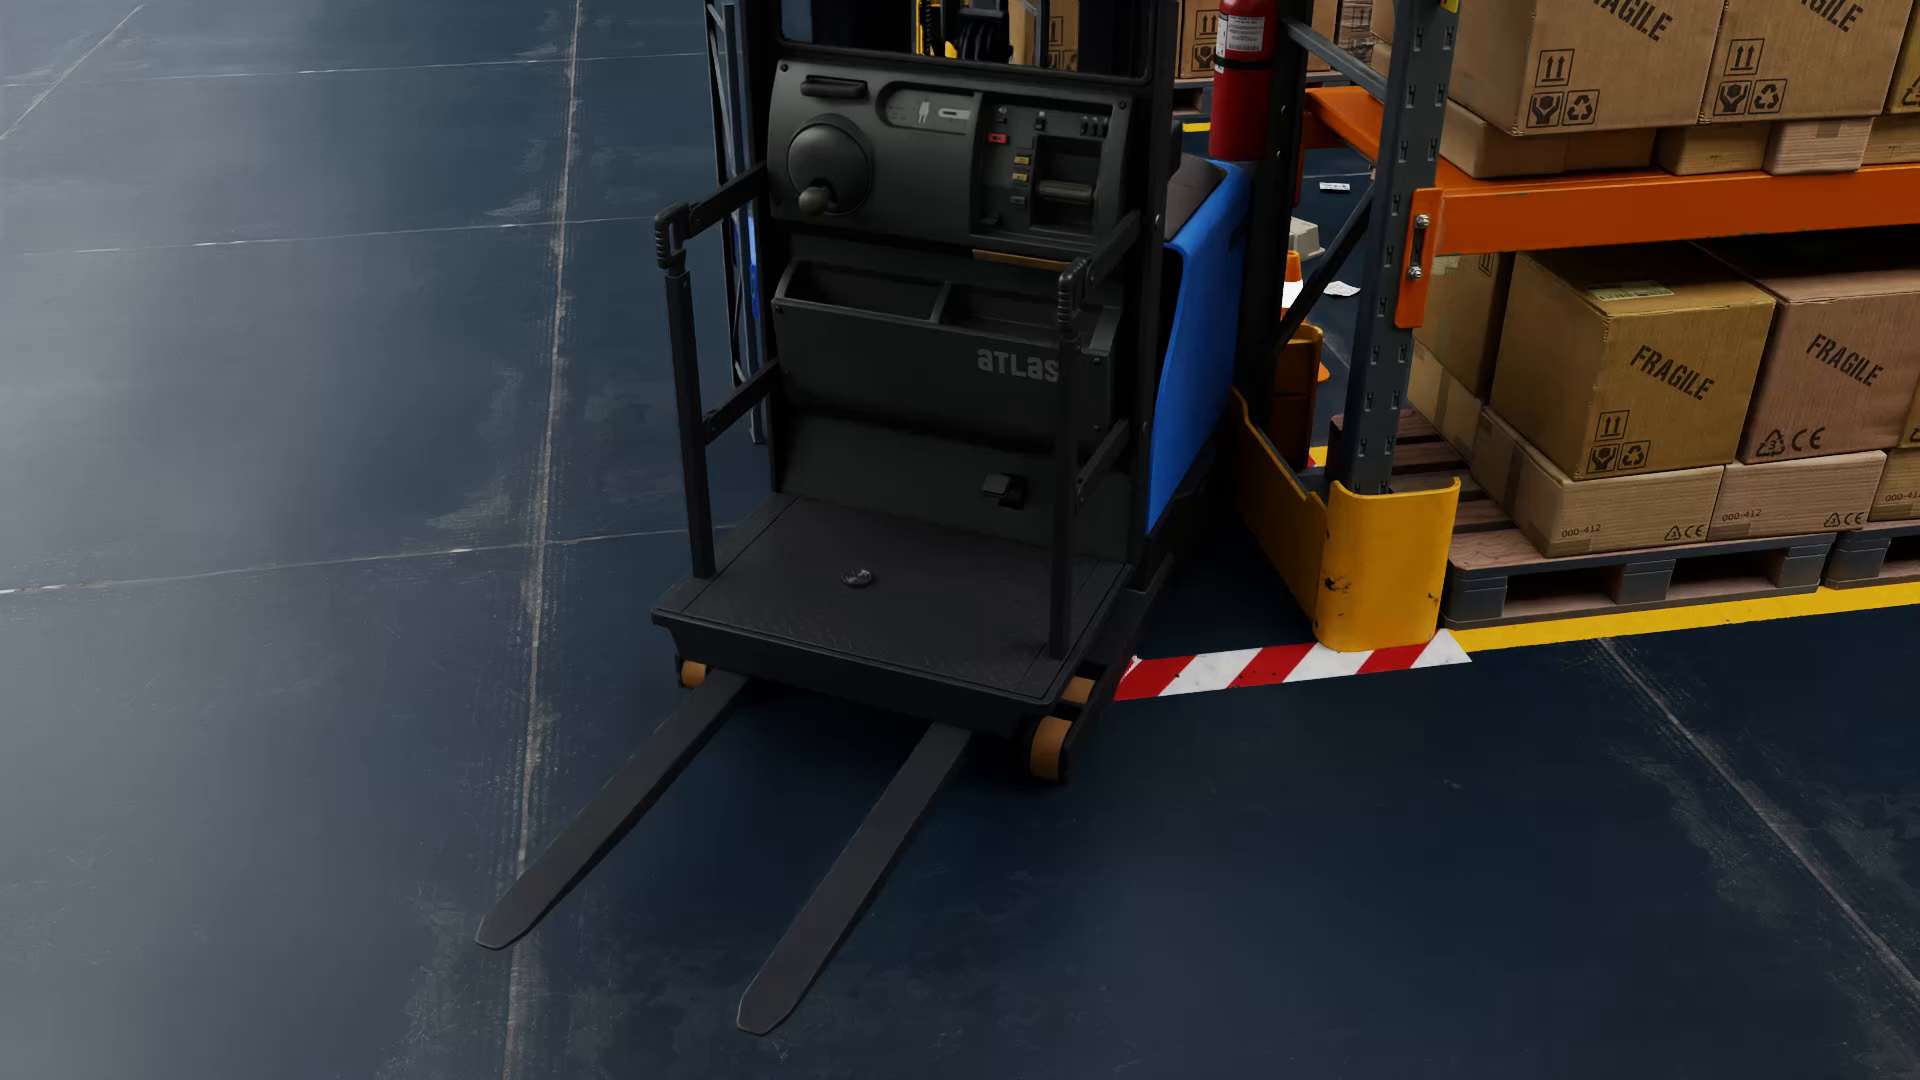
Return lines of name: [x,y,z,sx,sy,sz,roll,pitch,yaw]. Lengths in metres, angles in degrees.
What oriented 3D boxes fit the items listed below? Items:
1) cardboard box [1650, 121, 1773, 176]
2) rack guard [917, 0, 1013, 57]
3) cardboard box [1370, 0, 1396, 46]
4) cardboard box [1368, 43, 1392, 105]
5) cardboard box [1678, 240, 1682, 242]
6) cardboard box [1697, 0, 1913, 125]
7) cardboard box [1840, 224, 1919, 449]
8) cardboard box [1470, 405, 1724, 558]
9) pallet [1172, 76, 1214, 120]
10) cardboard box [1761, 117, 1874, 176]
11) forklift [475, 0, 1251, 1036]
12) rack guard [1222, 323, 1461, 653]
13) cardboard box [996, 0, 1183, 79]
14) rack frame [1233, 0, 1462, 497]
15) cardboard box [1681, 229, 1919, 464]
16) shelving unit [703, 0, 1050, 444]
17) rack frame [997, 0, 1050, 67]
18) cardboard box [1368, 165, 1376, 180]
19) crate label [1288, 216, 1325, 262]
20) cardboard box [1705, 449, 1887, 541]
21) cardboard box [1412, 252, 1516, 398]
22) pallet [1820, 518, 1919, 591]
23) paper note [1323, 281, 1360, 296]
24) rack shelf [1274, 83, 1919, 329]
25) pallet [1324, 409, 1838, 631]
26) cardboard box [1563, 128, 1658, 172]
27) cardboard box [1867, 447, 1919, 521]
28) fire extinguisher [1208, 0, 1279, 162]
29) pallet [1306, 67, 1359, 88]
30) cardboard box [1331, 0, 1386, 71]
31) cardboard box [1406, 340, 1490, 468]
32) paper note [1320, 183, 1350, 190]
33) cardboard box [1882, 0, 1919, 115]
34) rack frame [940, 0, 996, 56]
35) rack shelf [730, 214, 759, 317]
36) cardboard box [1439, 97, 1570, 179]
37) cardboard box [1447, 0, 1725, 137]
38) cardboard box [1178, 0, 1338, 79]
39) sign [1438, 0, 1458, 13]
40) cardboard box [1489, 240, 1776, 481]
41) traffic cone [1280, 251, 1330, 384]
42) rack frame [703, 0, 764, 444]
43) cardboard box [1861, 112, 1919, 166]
cardboard box: [1.921,-1.103,4.414,0.250,0.149,0.380,-6,31,-11]
rack guard: [0.014,-2.648,9.260,0.348,0.500,1.175,-5,31,-9]
cardboard box: [1.513,-1.627,4.666,0.500,0.500,0.500,-6,31,-10]
cardboard box: [1.358,-1.302,4.752,0.250,0.149,0.380,-4,31,-7]
cardboard box: [2.282,-0.841,5.279,0.500,0.500,0.500,-4,31,-7]
cardboard box: [2.053,-1.394,4.270,0.500,0.500,0.500,-4,31,-7]
cardboard box: [2.904,-0.618,4.900,0.500,0.500,0.500,-5,31,-8]
cardboard box: [1.872,-0.201,4.930,0.500,0.250,0.500,-6,31,-9]
pallet: [0.810,-2.638,9.528,1.213,0.211,1.003,-5,31,-9]
cardboard box: [2.179,-1.103,4.414,0.250,0.149,0.380,-5,31,-8]
forklift: [-0.118,-0.894,3.879,1.130,2.935,3.031,12,32,19]
rack guard: [1.103,-0.199,5.094,0.348,0.500,1.175,-5,31,-9]
cardboard box: [0.693,-3.088,9.224,0.875,0.875,0.875,-5,31,-9]
rack frame: [1.029,-1.269,4.449,0.127,3.000,1.000,-5,31,-9]
cardboard box: [2.409,-0.576,4.829,0.500,0.500,0.500,-6,31,-11]
shelving unit: [-0.281,-1.175,5.768,1.048,1.500,0.538,-8,31,-13]
rack frame: [0.209,-1.244,5.886,0.032,1.500,0.500,-8,31,-13]
cardboard box: [2.300,-1.616,7.501,0.797,0.503,0.637,23,37,33]
crate label: [1.447,-1.343,7.398,0.298,0.136,0.250,-23,38,-34]
cardboard box: [2.375,-0.243,5.003,0.500,0.250,0.500,-4,31,-7]
cardboard box: [1.770,-0.791,5.195,0.500,0.500,0.500,-5,31,-9]
pallet: [3.106,-0.240,5.450,1.213,0.211,1.003,-5,31,-9]
paper note: [1.600,-1.068,7.036,0.142,0.019,0.148,-17,34,-26]
rack shelf: [2.996,-1.142,4.942,4.000,0.370,1.077,-5,31,-9]
pallet: [1.909,-0.131,5.264,1.213,0.211,1.003,-5,31,-9]
cardboard box: [1.646,-1.119,4.441,0.250,0.149,0.380,-5,31,-8]
cardboard box: [2.910,-0.300,5.099,0.500,0.250,0.500,-3,31,-6]
fire extinguisher: [0.833,-1.455,4.842,0.183,0.674,0.296,-5,31,-9]
pallet: [2.008,-2.747,9.714,1.213,0.211,1.003,-5,31,-9]
cardboard box: [2.455,-3.251,9.502,0.875,0.875,0.875,-5,31,-9]
cardboard box: [1.799,-0.475,5.397,0.500,0.250,0.500,-5,31,-9]
paper note: [1.845,-1.740,8.181,0.142,0.017,0.144,5,31,8]
cardboard box: [2.554,-1.441,4.350,0.500,0.500,0.500,-6,31,-10]
rack frame: [0.038,-3.728,8.631,0.127,3.000,1.000,-5,31,-9]
rack shelf: [-0.281,-1.020,5.859,1.000,0.185,0.538,-8,31,-13]
cardboard box: [1.400,-1.089,4.390,0.250,0.149,0.380,-5,31,-9]
cardboard box: [1.545,-1.345,4.187,0.500,0.500,0.500,-6,31,-10]
cardboard box: [1.558,-3.169,9.362,0.875,0.875,0.875,-6,31,-10]
sign: [1.127,-1.372,3.770,0.005,0.325,0.100,-5,31,-9]
cardboard box: [1.895,-0.526,4.744,0.500,0.500,0.500,-6,31,-11]
traffic cone: [1.219,-0.858,6.253,0.334,0.463,0.336,-5,31,-9]
rack frame: [-0.770,-1.105,5.650,0.032,1.500,0.500,-8,31,-13]
cardboard box: [2.428,-1.143,4.483,0.250,0.149,0.380,-5,31,-8]
